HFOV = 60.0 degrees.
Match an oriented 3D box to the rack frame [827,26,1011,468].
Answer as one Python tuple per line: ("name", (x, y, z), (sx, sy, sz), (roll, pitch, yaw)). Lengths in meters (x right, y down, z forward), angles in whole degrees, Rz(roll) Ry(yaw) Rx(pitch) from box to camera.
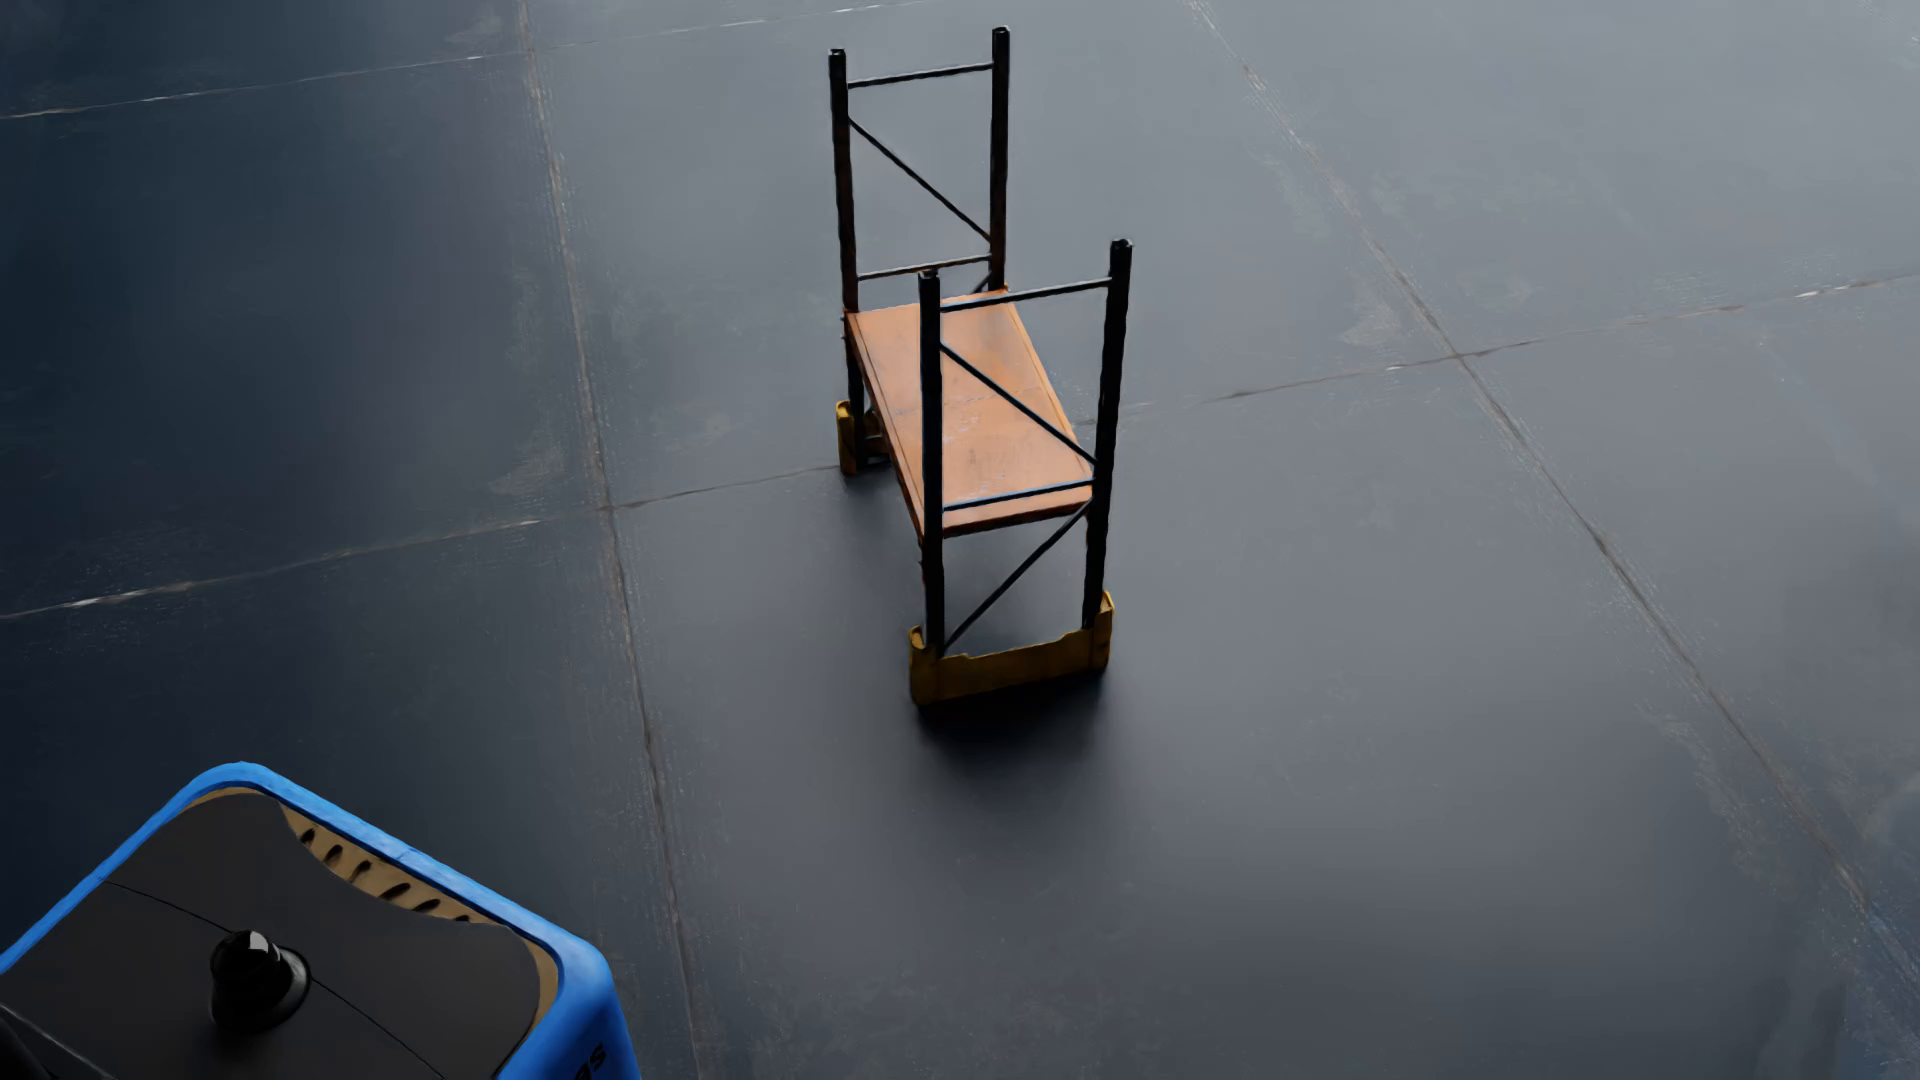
("rack frame", (-0.108, -0.817, 5.001), (0.500, 1.500, 0.032), (-11, 47, -10))

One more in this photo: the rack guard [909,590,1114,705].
("rack guard", (0.147, 0.309, 4.772), (0.587, 0.250, 0.087), (-11, 47, -10))

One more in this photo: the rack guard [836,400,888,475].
("rack guard", (-0.108, -0.379, 5.446), (0.587, 0.250, 0.087), (-11, 47, -10))

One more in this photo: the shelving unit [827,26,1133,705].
("shelving unit", (0.020, -0.472, 4.663), (0.587, 1.500, 1.083), (-11, 47, -10))

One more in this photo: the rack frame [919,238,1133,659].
("rack frame", (0.152, -0.115, 4.313), (0.500, 1.500, 0.032), (-11, 47, -10))

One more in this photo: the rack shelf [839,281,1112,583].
("rack shelf", (0.022, -0.340, 4.785), (0.538, 0.185, 1.000), (-11, 47, -10))

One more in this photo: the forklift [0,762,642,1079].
("forklift", (-1.777, 1.235, 1.987), (1.130, 2.935, 3.031), (22, 49, 20))
